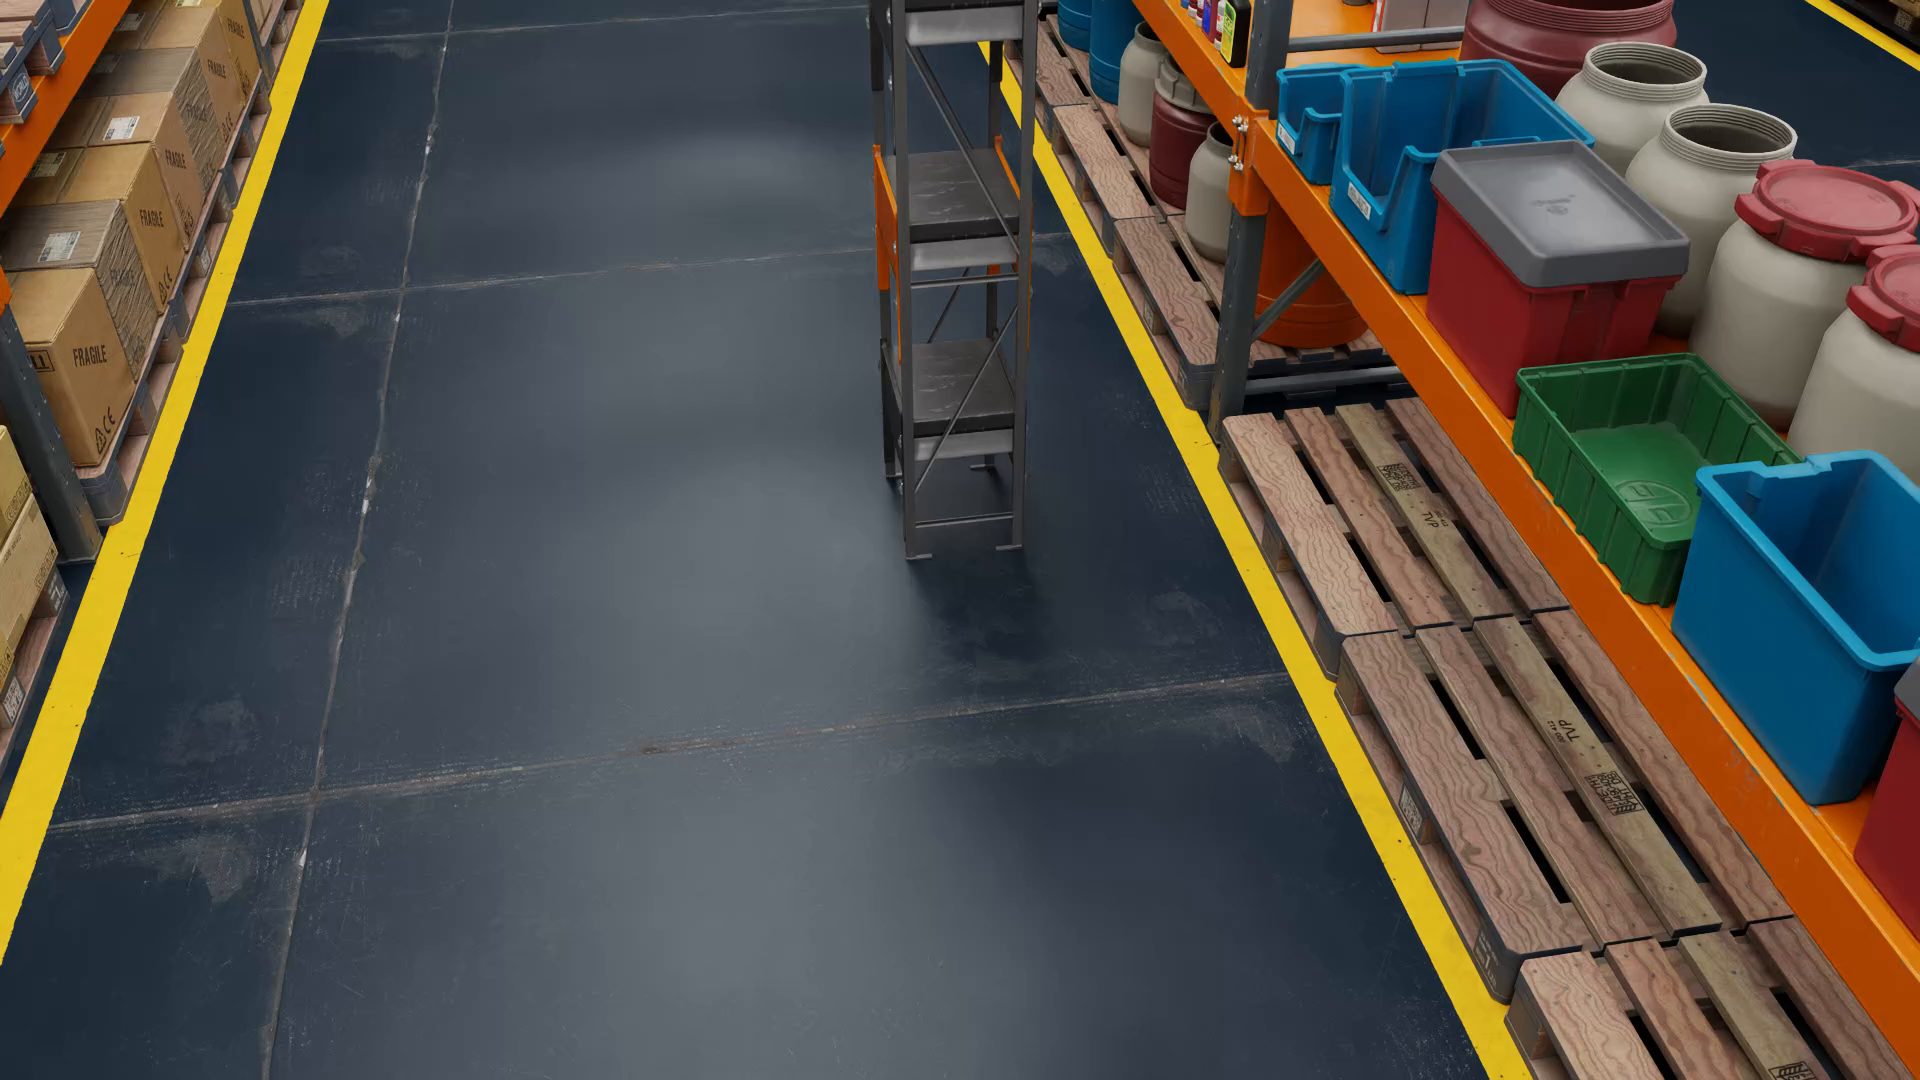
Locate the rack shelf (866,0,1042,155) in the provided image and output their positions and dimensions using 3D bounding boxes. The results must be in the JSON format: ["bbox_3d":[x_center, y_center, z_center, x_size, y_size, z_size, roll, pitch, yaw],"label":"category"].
[{"bbox_3d":[-0.029,-1.471,4.813,0.431,0.518,0.480,-6,38,-8],"label":"rack shelf"}]

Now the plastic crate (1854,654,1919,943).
[{"bbox_3d":[1.752,0.509,2.598,0.402,0.464,0.583,-6,38,-8],"label":"plastic crate"}]

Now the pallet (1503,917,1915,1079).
[{"bbox_3d":[1.963,1.424,3.744,1.003,0.211,1.213,-6,38,-8],"label":"pallet"}]

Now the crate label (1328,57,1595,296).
[{"bbox_3d":[1.345,-1.007,4.573,0.502,0.435,0.616,-6,38,-8],"label":"crate label"}]

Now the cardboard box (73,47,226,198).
[{"bbox_3d":[-3.607,-1.825,7.333,0.500,0.500,0.500,-6,38,-7],"label":"cardboard box"}]

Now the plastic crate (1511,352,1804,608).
[{"bbox_3d":[1.555,-0.144,3.664,0.450,0.188,0.662,-6,38,-8],"label":"plastic crate"}]

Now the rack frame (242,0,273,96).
[{"bbox_3d":[-4.141,-3.508,7.821,1.000,3.000,0.127,-6,38,-8],"label":"rack frame"}]

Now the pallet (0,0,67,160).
[{"bbox_3d":[-3.628,-1.418,5.287,1.213,0.211,1.003,-6,38,-8],"label":"pallet"}]

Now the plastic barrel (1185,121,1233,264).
[{"bbox_3d":[1.148,-1.431,6.833,0.421,0.512,0.421,0,38,0],"label":"plastic barrel"}]

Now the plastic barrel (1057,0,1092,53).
[{"bbox_3d":[0.815,-3.045,8.593,0.600,0.901,0.708,-6,38,-8],"label":"plastic barrel"}]

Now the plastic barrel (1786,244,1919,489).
[{"bbox_3d":[2.058,-0.305,3.587,0.433,0.535,0.433,0,38,0],"label":"plastic barrel"}]

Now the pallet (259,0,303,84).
[{"bbox_3d":[-4.261,-2.822,9.210,1.003,0.211,1.213,-6,38,-8],"label":"pallet"}]

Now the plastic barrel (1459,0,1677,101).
[{"bbox_3d":[1.817,-1.429,5.033,0.600,0.536,0.708,-6,38,-8],"label":"plastic barrel"}]

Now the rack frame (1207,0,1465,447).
[{"bbox_3d":[1.437,-1.623,5.394,1.000,3.000,0.127,-6,38,-8],"label":"rack frame"}]

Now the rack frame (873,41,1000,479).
[{"bbox_3d":[-0.072,-1.077,5.424,0.400,2.100,0.015,-6,38,-8],"label":"rack frame"}]

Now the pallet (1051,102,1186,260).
[{"bbox_3d":[1.048,-1.728,7.803,1.003,0.211,1.213,-6,38,-8],"label":"pallet"}]

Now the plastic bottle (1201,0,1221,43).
[{"bbox_3d":[0.906,-1.914,5.864,0.061,0.283,0.133,-6,38,-8],"label":"plastic bottle"}]

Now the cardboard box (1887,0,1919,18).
[{"bbox_3d":[5.744,-3.514,9.217,1.225,0.875,0.875,-6,38,-8],"label":"cardboard box"}]

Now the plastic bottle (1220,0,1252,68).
[{"bbox_3d":[0.946,-1.775,5.685,0.061,0.283,0.133,-6,38,-8],"label":"plastic bottle"}]

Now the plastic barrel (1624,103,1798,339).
[{"bbox_3d":[1.902,-0.814,4.262,0.421,0.512,0.421,0,38,0],"label":"plastic barrel"}]

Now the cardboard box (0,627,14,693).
[{"bbox_3d":[-3.014,0.430,4.650,0.500,0.250,0.500,-7,38,-8],"label":"cardboard box"}]

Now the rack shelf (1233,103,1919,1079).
[{"bbox_3d":[1.788,-0.130,4.059,1.077,0.370,4.000,-6,38,-8],"label":"rack shelf"}]

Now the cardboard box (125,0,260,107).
[{"bbox_3d":[-3.773,-2.427,8.109,0.500,0.500,0.500,-6,38,-8],"label":"cardboard box"}]

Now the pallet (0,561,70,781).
[{"bbox_3d":[-3.334,0.511,4.921,1.003,0.211,1.213,-6,38,-8],"label":"pallet"}]

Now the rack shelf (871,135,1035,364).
[{"bbox_3d":[-0.029,-0.918,5.243,0.431,0.518,0.480,-6,38,-8],"label":"rack shelf"}]

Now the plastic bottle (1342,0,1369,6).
[{"bbox_3d":[1.479,-2.095,6.164,0.097,0.201,0.097,0,38,0],"label":"plastic bottle"}]

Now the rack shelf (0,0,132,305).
[{"bbox_3d":[-3.791,-2.016,6.486,1.077,0.370,4.000,-6,38,-8],"label":"rack shelf"}]

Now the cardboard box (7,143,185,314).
[{"bbox_3d":[-3.419,-1.203,6.533,0.500,0.500,0.500,-7,38,-9],"label":"cardboard box"}]

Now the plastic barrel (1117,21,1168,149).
[{"bbox_3d":[0.950,-2.113,7.711,0.421,0.512,0.421,0,38,0],"label":"plastic barrel"}]

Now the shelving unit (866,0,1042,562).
[{"bbox_3d":[-0.029,-0.929,5.235,0.431,2.100,0.503,-6,38,-8],"label":"shelving unit"}]

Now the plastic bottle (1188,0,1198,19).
[{"bbox_3d":[0.887,-2.012,6.057,0.097,0.201,0.097,0,38,0],"label":"plastic bottle"}]

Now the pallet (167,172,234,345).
[{"bbox_3d":[-3.744,-1.181,7.098,1.003,0.211,1.213,-6,38,-8],"label":"pallet"}]

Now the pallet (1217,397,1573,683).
[{"bbox_3d":[1.535,-0.049,5.641,1.003,0.211,1.213,-6,38,-8],"label":"pallet"}]

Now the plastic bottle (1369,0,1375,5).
[{"bbox_3d":[1.599,-2.149,6.173,0.152,0.276,0.135,-6,38,-8],"label":"plastic bottle"}]

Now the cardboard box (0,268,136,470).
[{"bbox_3d":[-3.238,-0.584,5.736,0.500,0.500,0.500,-5,38,-6],"label":"cardboard box"}]
